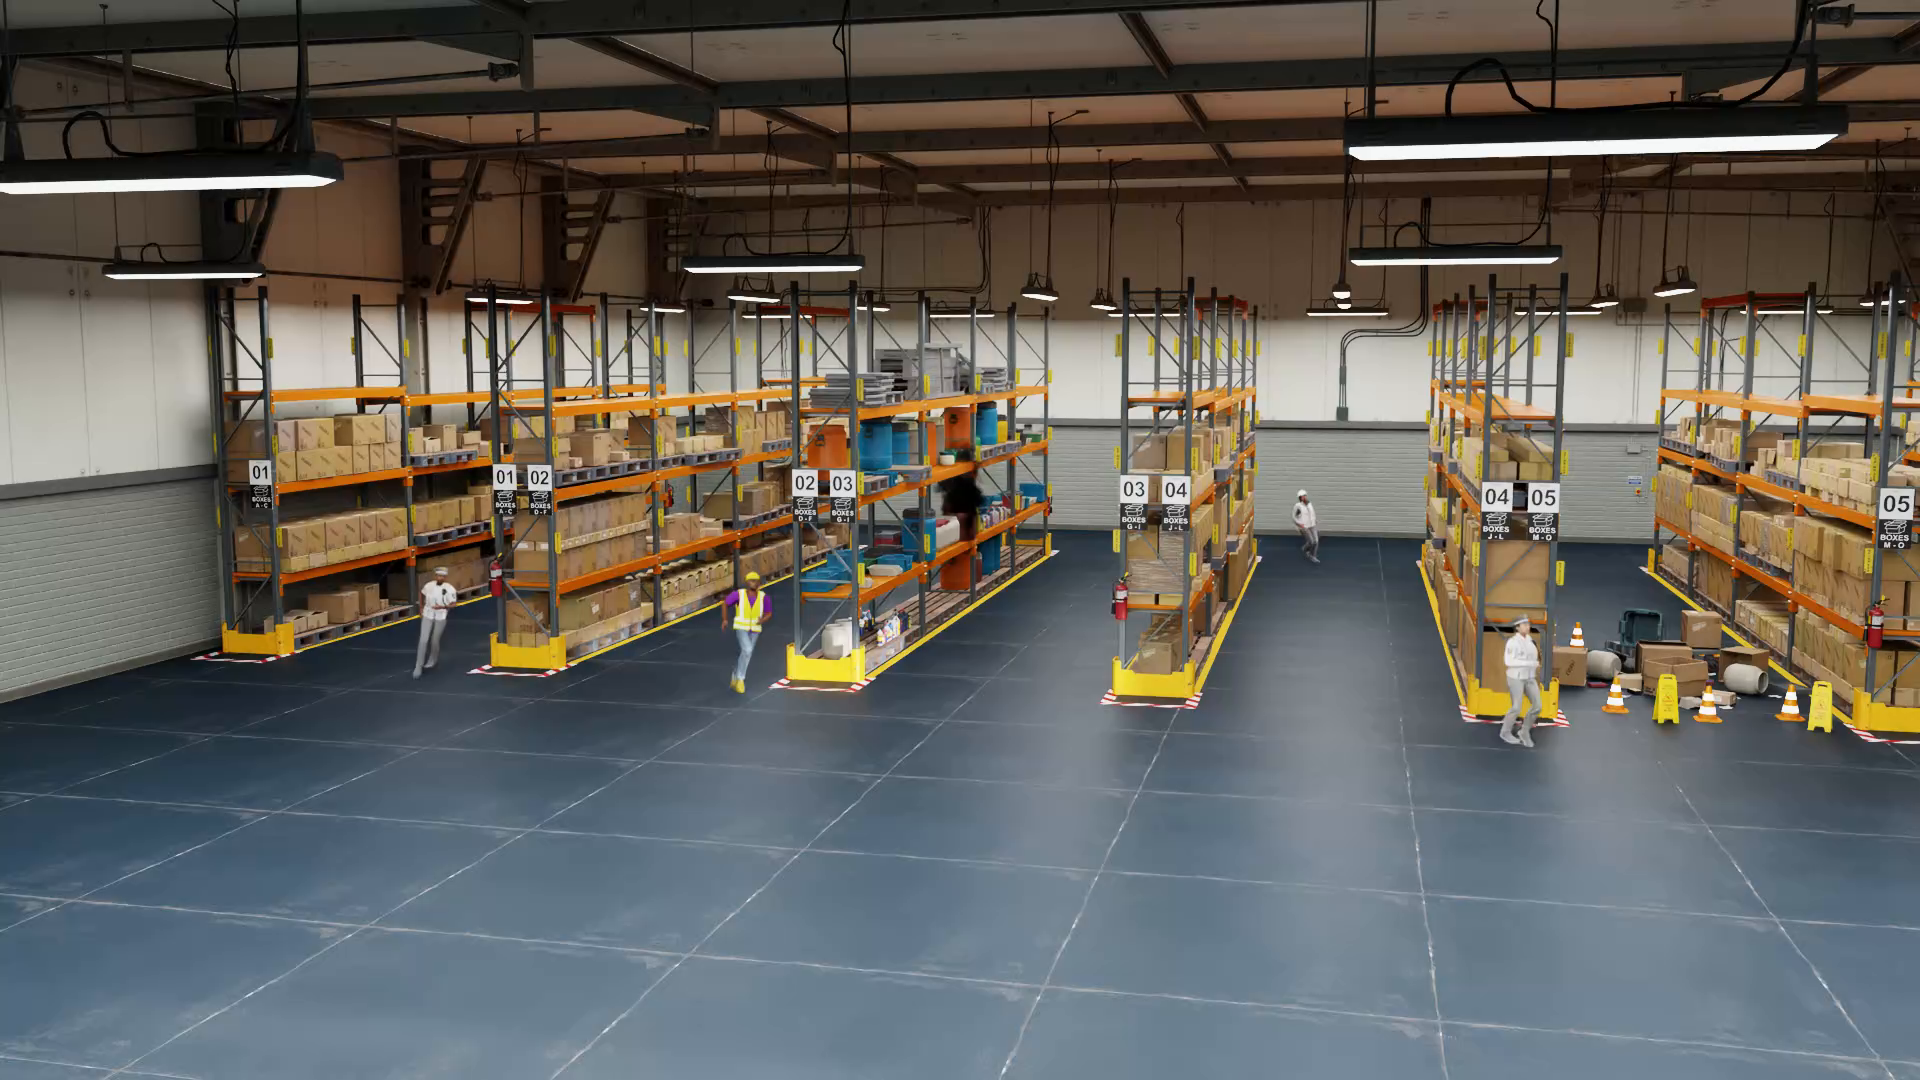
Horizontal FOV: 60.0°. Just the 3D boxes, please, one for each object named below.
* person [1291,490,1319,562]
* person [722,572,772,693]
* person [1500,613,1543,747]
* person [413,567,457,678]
[{"bbox_3d":[8.144,-0.324,39.094,0.692,1.701,0.523,-3,7,-26],"label":"person"},{"bbox_3d":[-3.095,1.335,24.395,0.712,1.714,0.690,-3,7,-26],"label":"person"},{"bbox_3d":[7.108,1.786,20.980,0.610,1.733,0.615,-4,8,-31],"label":"person"},{"bbox_3d":[-8.107,1.225,25.705,0.656,1.661,0.891,-1,7,-12],"label":"person"}]
